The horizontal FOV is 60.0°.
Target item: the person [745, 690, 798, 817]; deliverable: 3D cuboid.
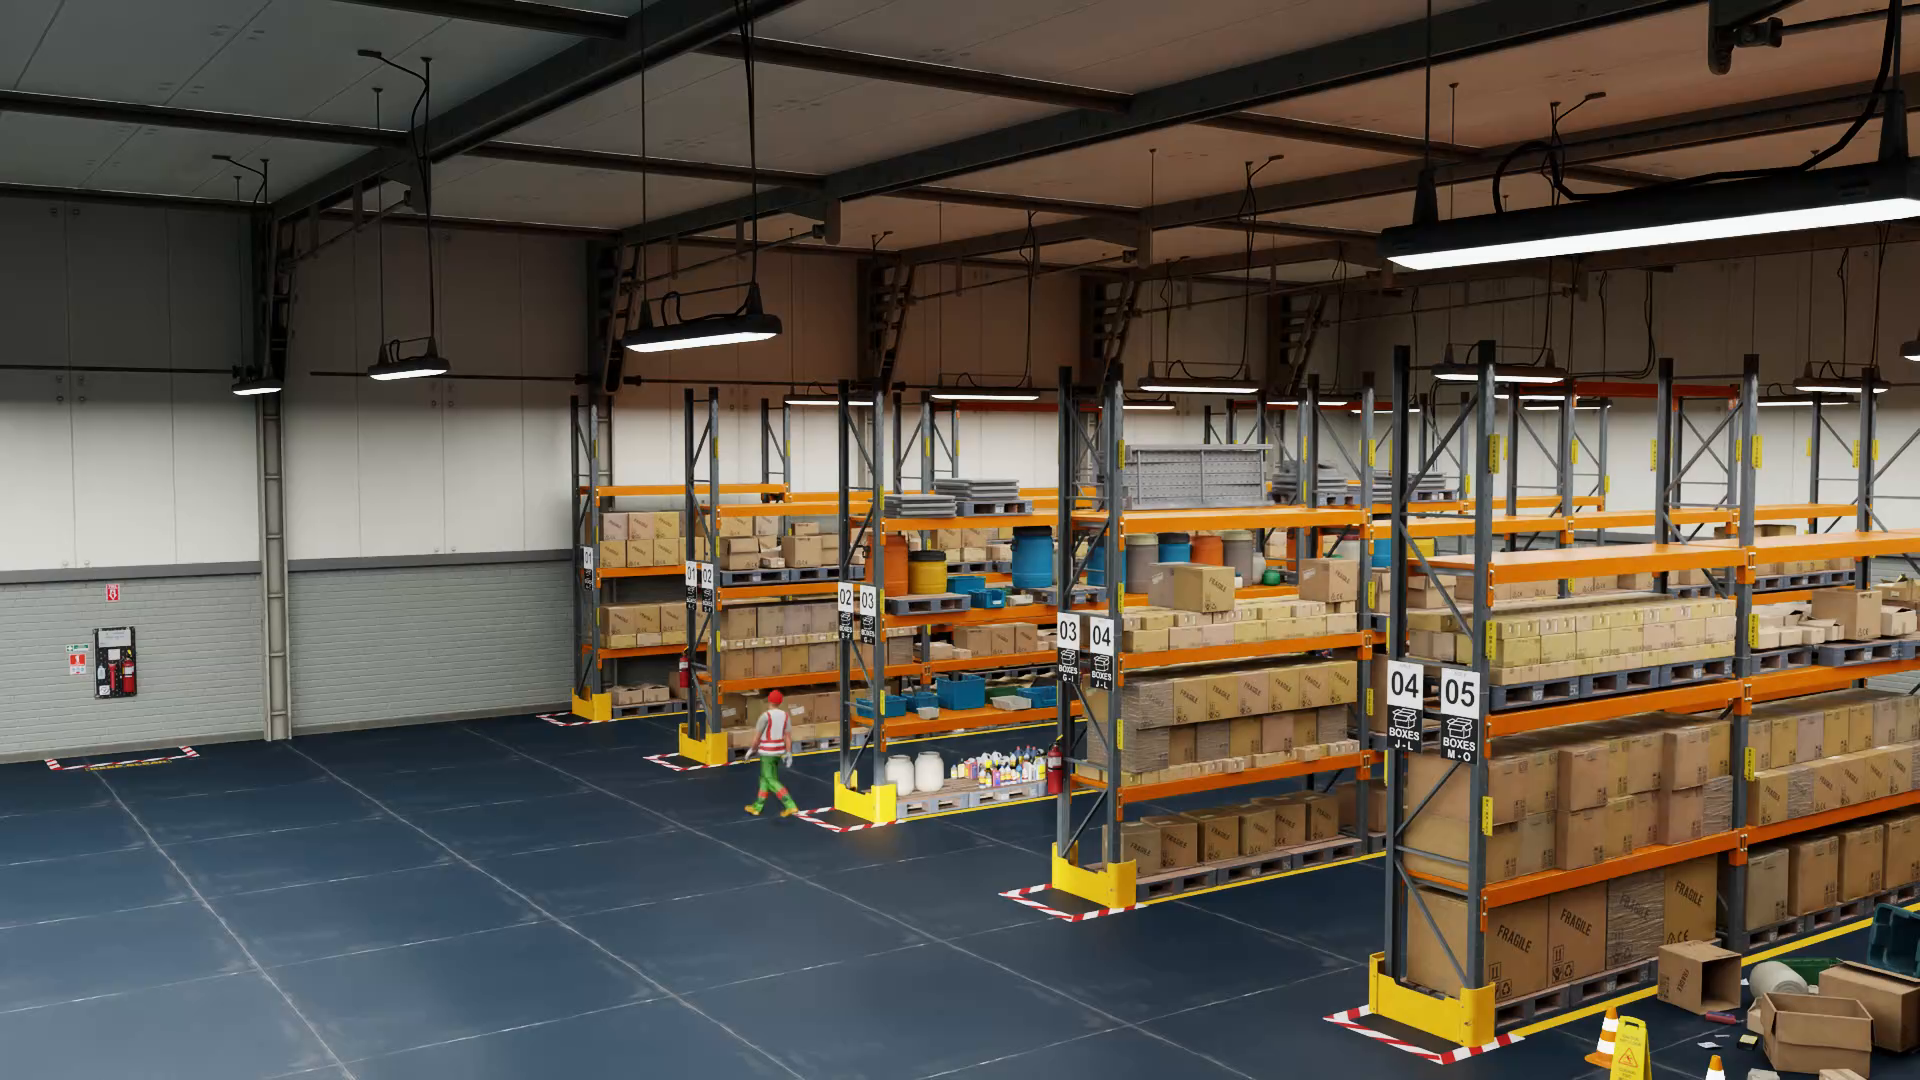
[{"bbox_3d":[-2.581,2.923,22.707,1.017,1.762,0.509,2,4,29],"label":"person"}]
